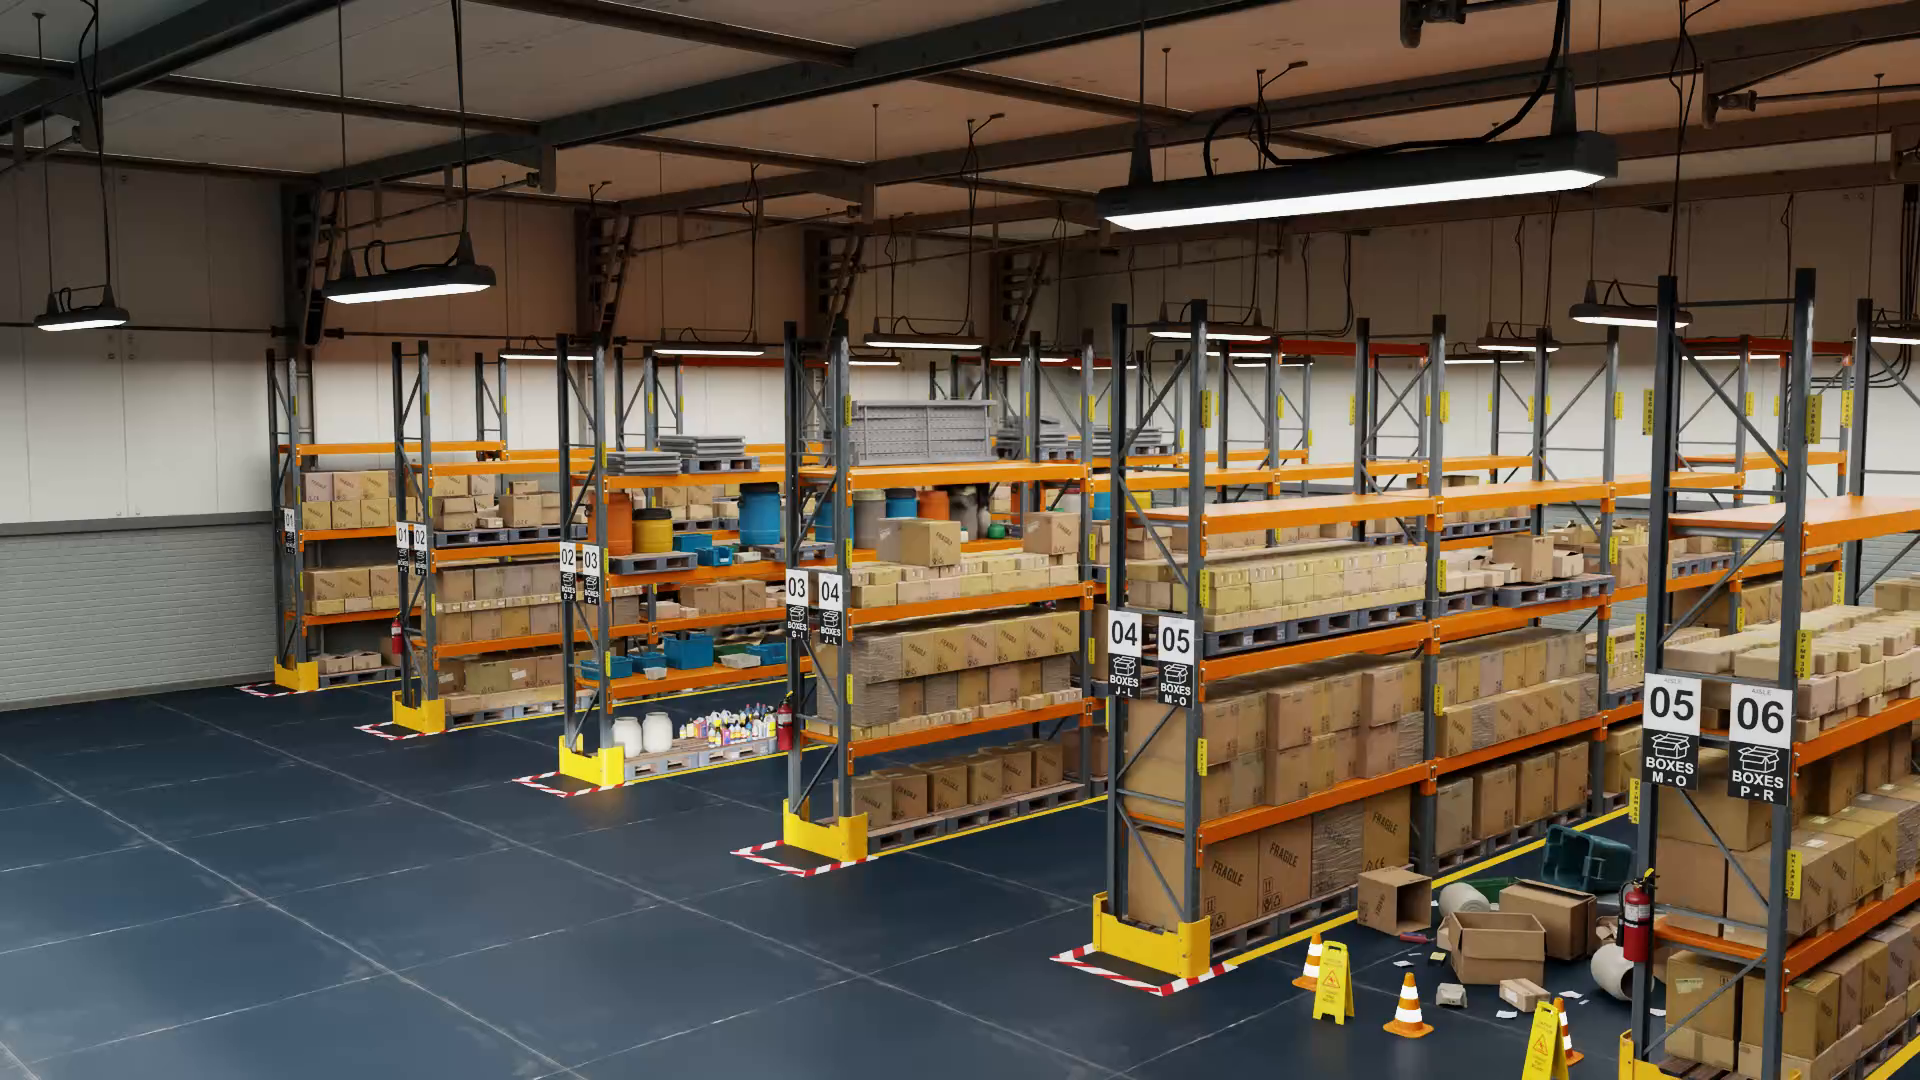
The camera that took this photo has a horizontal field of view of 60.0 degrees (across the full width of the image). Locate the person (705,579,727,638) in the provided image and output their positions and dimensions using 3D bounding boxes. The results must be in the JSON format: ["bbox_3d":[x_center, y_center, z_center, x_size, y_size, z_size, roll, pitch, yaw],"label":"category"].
[{"bbox_3d":[-4.642,1.567,32.042,0.562,1.655,0.589,5,7,43],"label":"person"}]

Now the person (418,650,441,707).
[{"bbox_3d":[-8.673,1.940,27.671,0.624,1.651,0.728,4,6,40],"label":"person"}]
